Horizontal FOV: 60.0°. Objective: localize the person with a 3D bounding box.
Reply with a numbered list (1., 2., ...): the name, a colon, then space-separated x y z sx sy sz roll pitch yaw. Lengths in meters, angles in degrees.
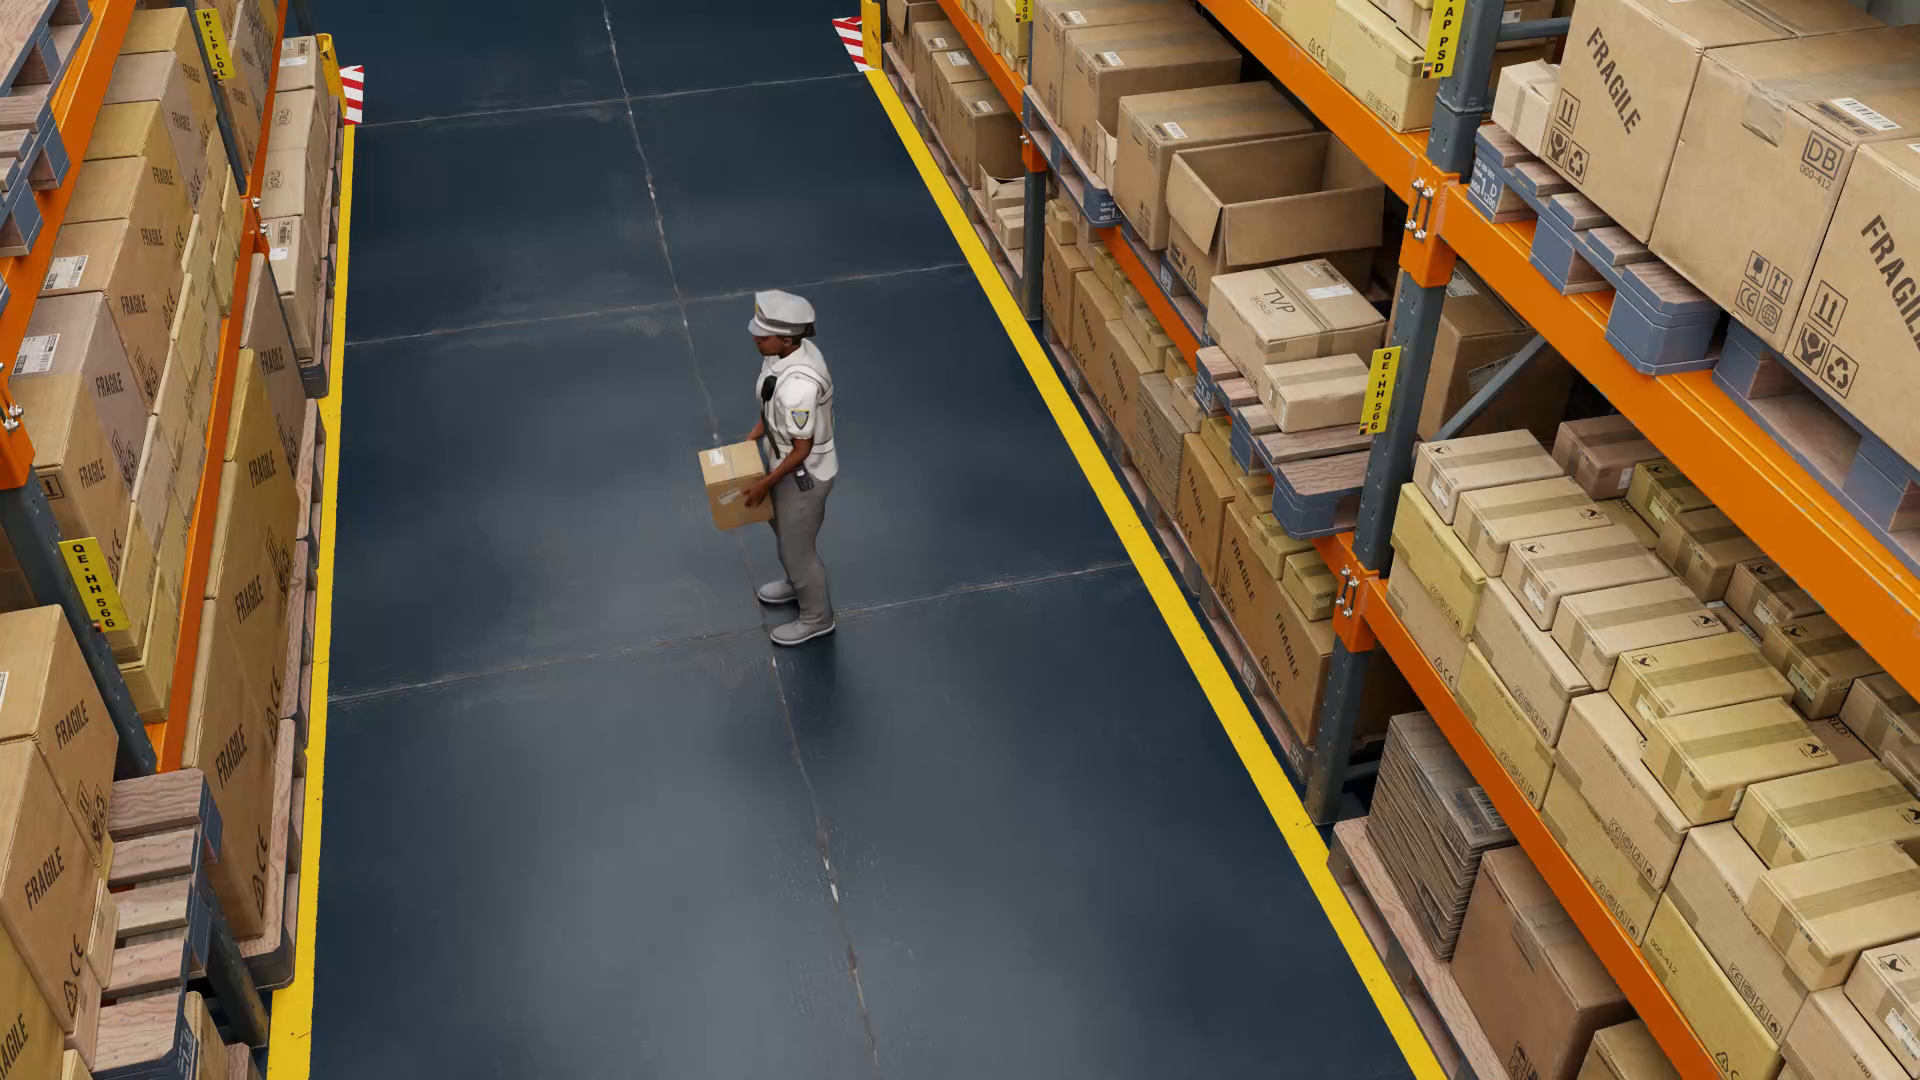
1. person: -0.738 -0.302 7.077 0.429 1.680 0.479 -9 39 -12
